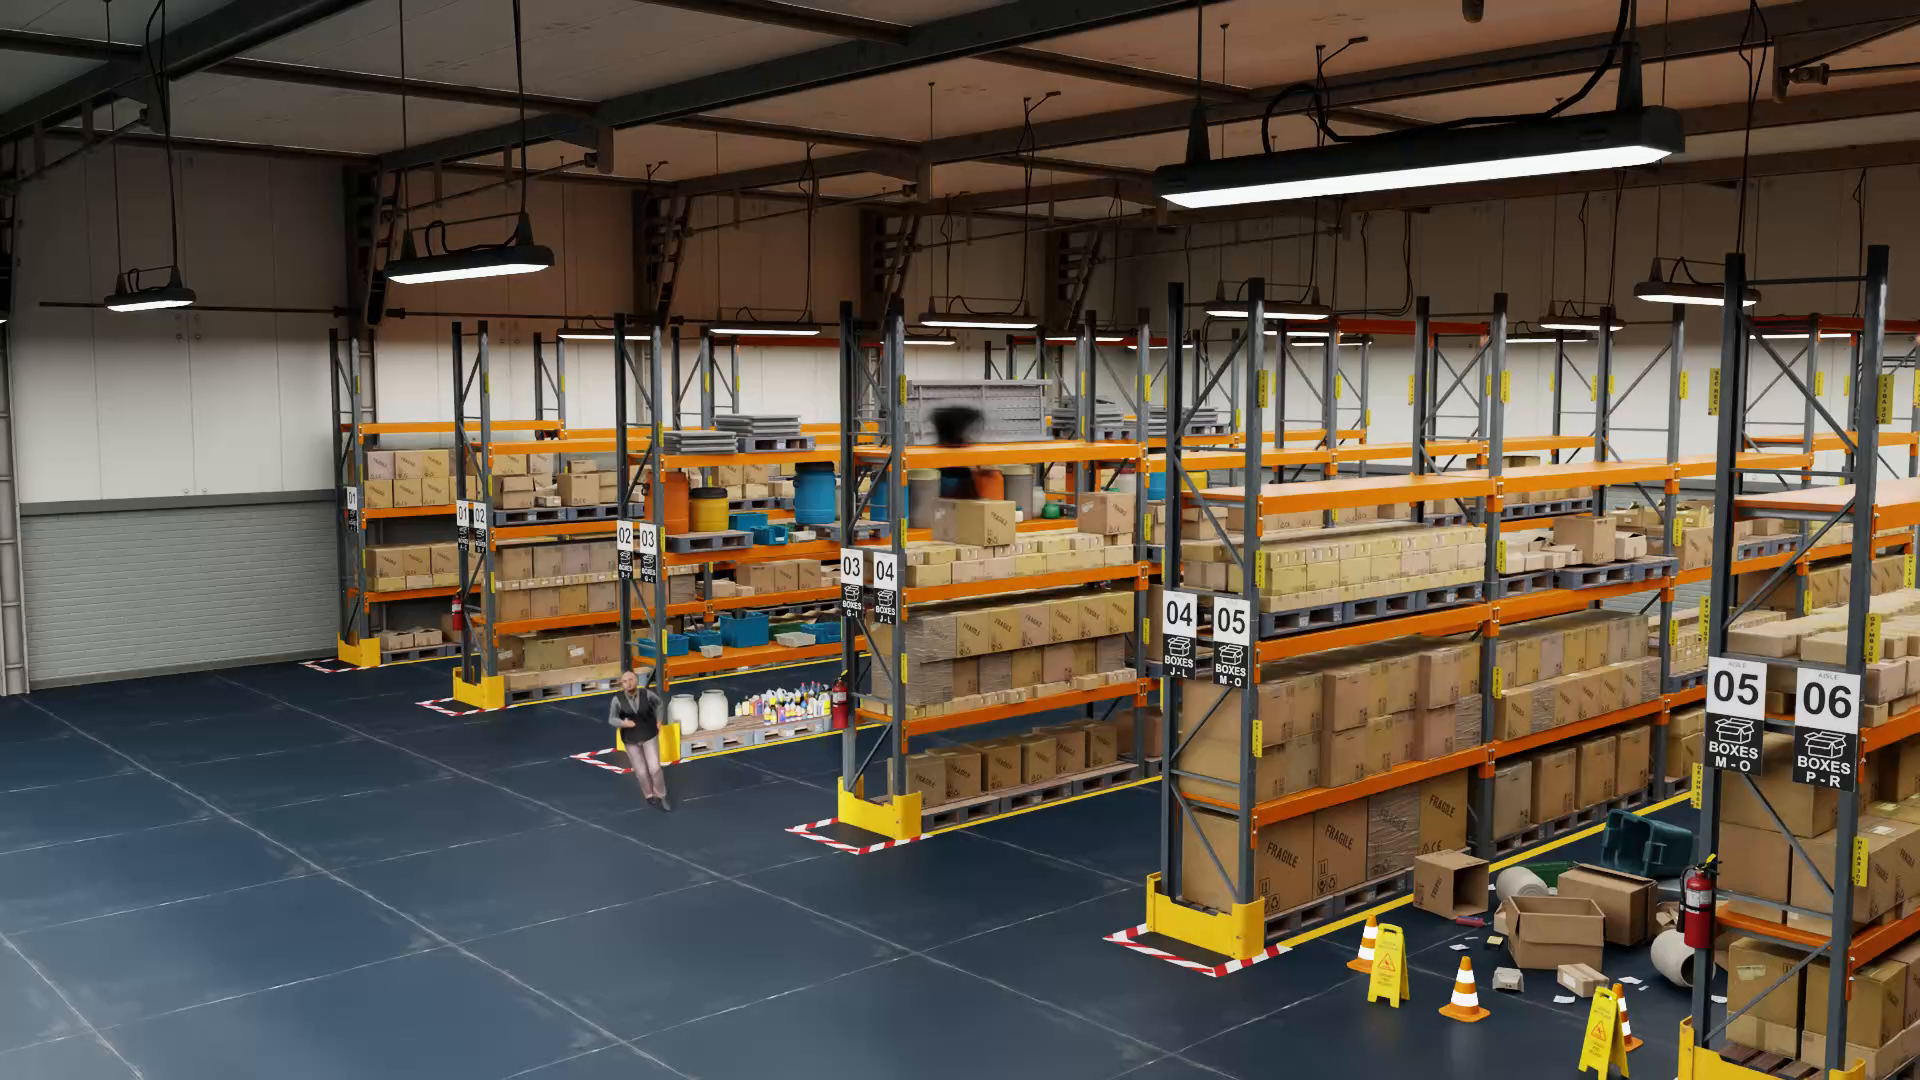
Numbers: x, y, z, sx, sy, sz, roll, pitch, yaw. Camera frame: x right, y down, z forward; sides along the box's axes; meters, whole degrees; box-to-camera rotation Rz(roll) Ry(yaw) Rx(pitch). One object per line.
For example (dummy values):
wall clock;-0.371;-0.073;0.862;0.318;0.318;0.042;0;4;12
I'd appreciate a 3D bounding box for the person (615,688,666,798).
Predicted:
person;-3.787;2.448;19.742;0.576;1.385;0.678;-1;6;-9
